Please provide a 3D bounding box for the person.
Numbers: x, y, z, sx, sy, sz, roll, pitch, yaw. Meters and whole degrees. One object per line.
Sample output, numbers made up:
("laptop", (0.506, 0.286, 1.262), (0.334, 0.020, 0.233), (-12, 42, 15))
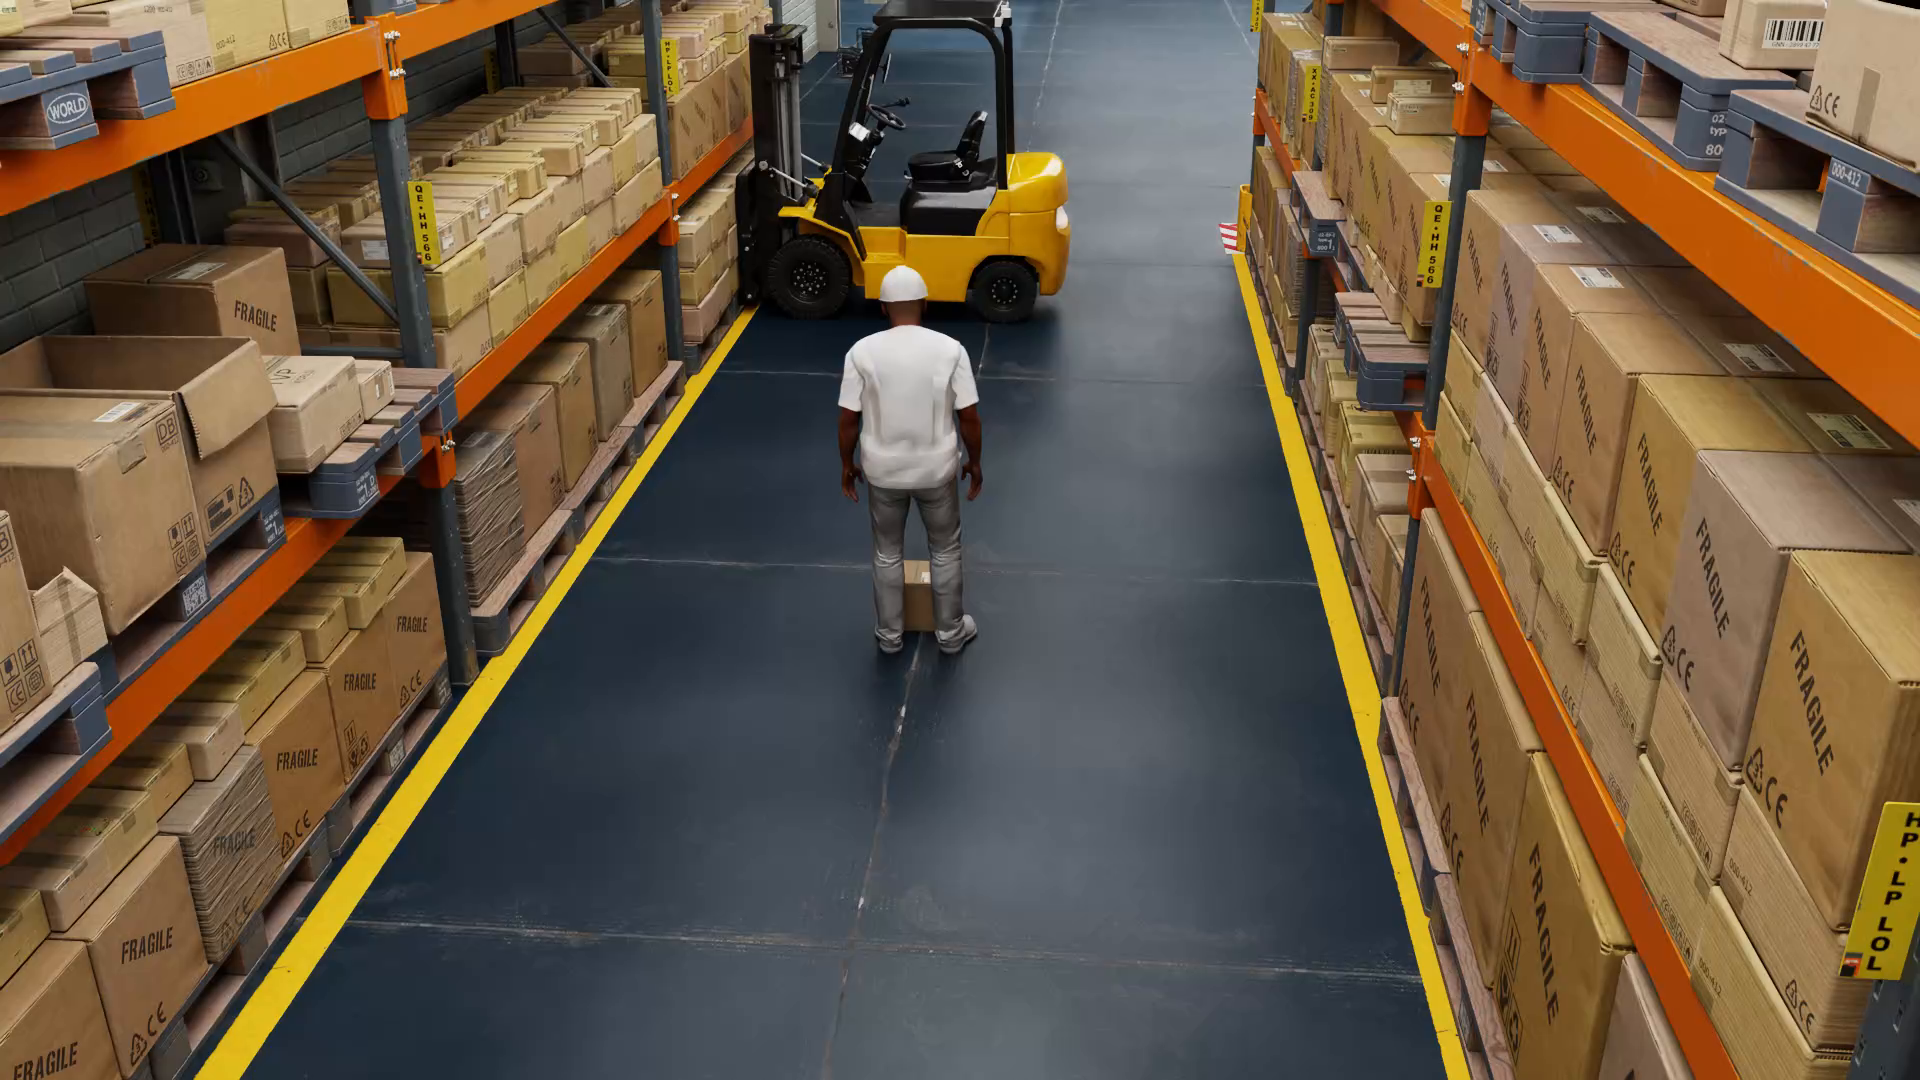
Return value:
("person", (-0.214, -0.328, 7.312), (0.629, 1.755, 0.460), (0, 24, 1))
